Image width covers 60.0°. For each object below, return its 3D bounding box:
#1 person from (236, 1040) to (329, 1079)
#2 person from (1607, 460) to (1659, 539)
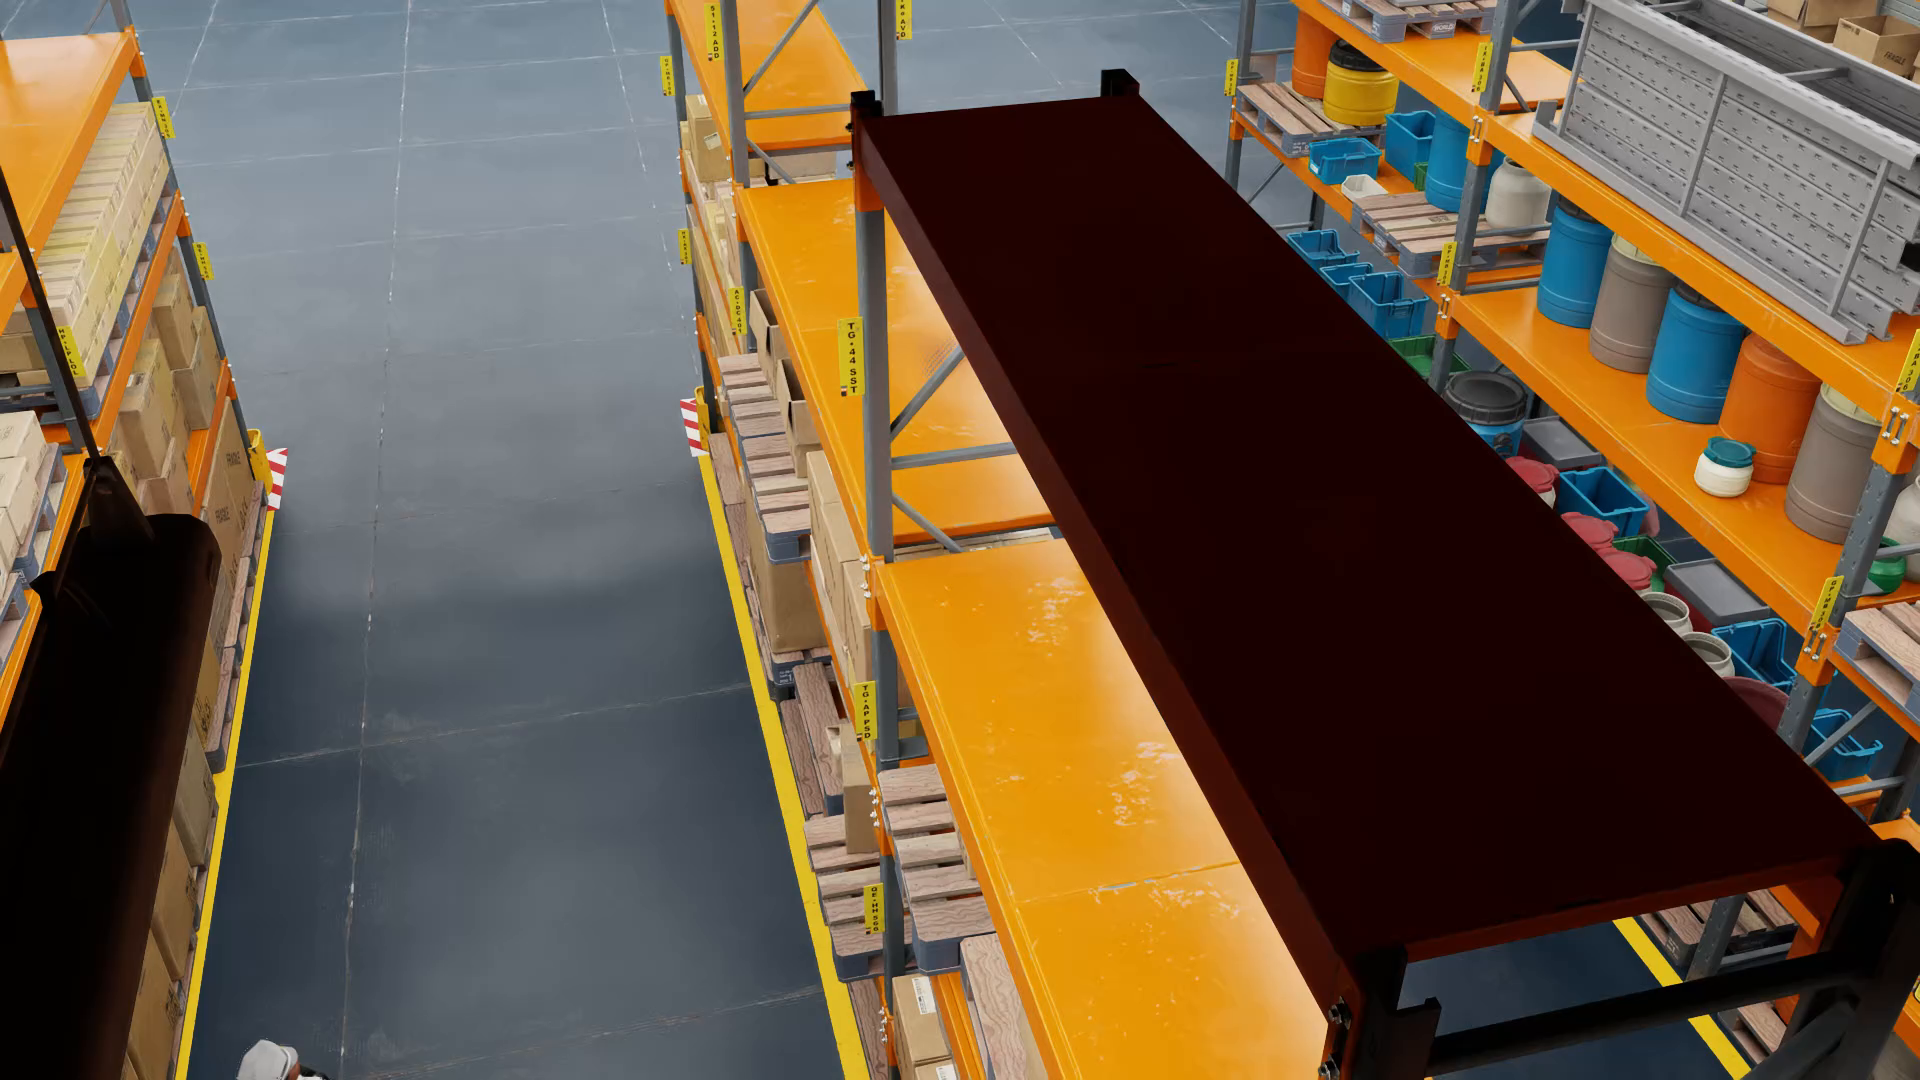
[{"bbox_3d":[-3.118,2.989,8.118,0.444,1.691,0.498,-10,36,-14],"label":"person"},{"bbox_3d":[5.459,-0.413,13.294,0.600,1.711,0.446,27,43,33],"label":"person"}]
